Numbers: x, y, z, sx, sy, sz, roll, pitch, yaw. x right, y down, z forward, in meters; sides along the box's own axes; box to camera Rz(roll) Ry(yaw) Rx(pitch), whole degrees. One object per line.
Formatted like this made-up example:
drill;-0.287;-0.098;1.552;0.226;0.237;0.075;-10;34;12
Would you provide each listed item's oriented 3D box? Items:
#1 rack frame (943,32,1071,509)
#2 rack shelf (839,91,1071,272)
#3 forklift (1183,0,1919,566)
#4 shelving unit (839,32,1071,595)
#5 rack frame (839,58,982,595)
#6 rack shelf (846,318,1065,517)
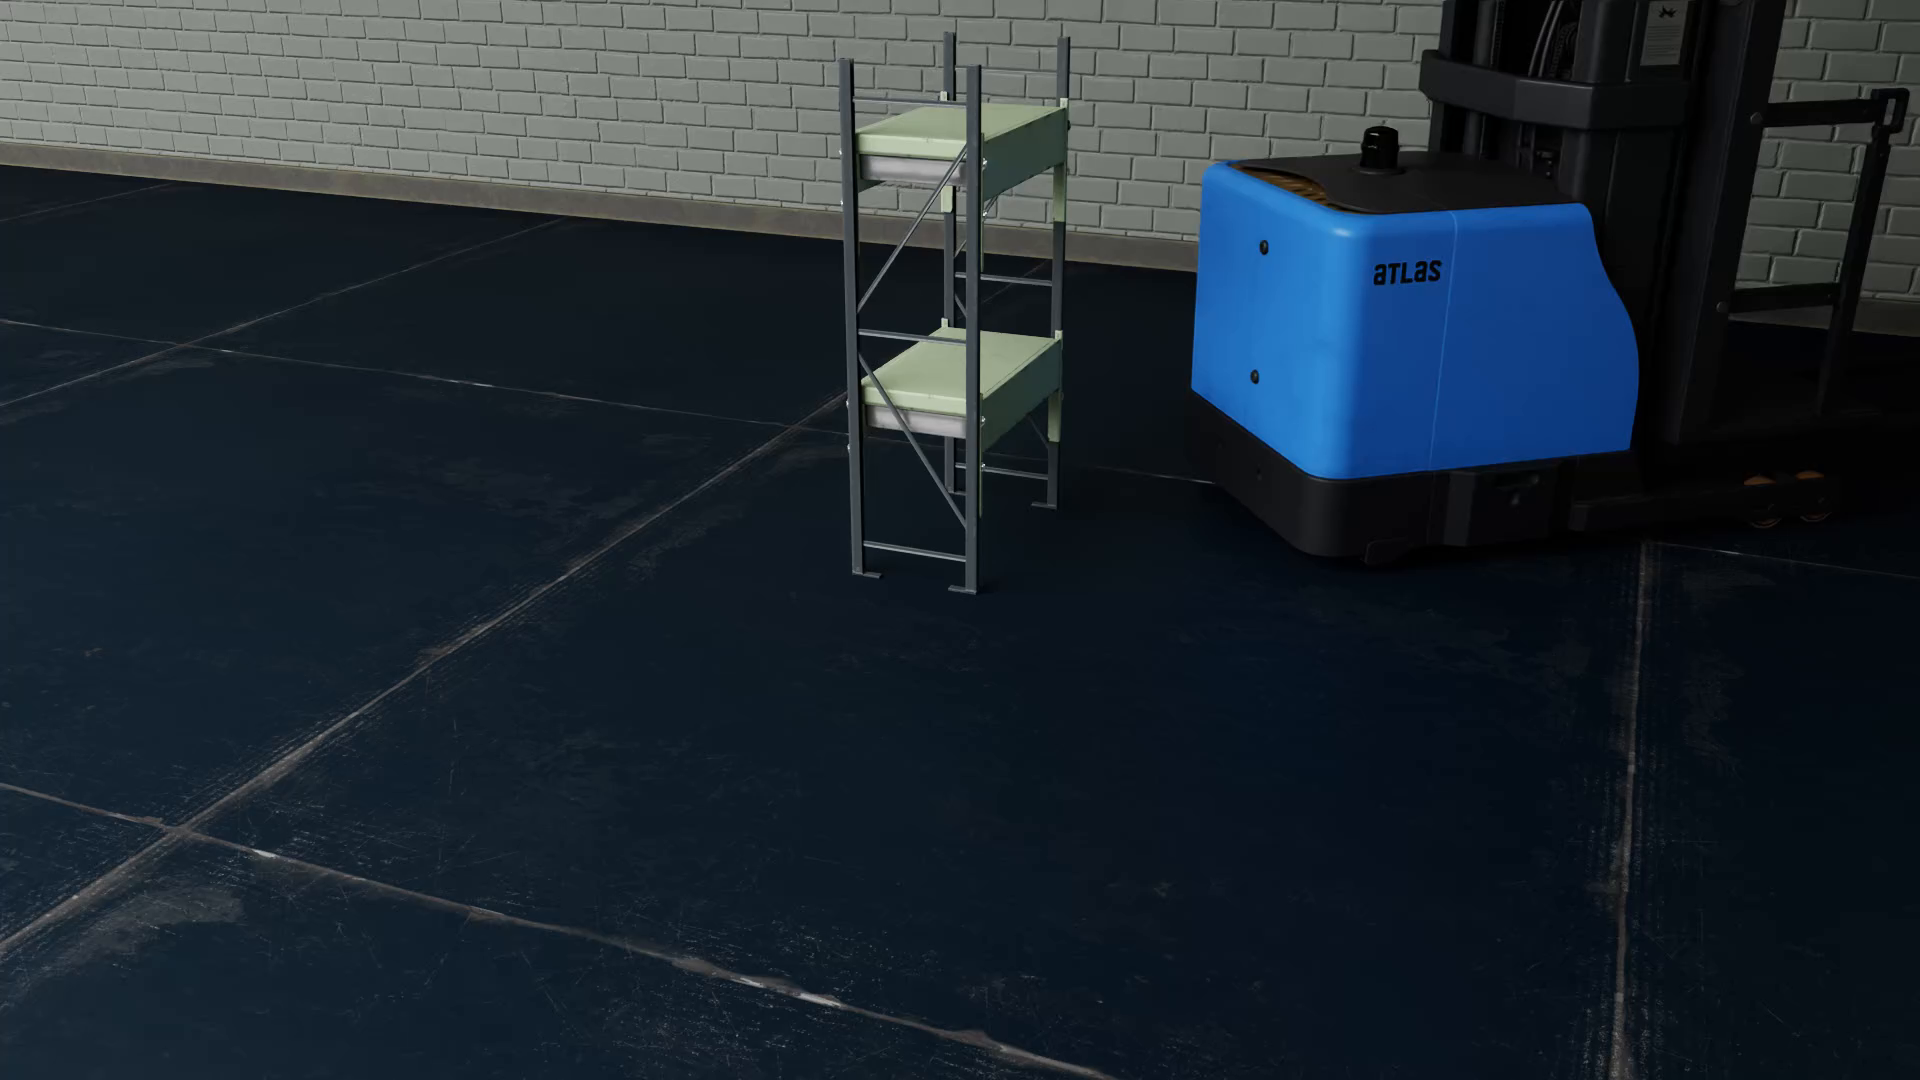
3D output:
rack frame;0.138;-0.825;5.280;0.400;1.500;0.023;9;24;20
rack shelf;0.002;-1.055;4.816;0.431;0.370;0.720;9;24;20
forklift;2.351;-1.578;5.225;3.031;2.935;1.130;-6;23;-15
shelving unit;0.002;-0.694;4.967;0.431;1.500;0.755;9;24;20
rack frame;-0.133;-0.563;4.653;0.400;1.500;0.023;9;24;20
rack shelf;0.002;-0.394;5.092;0.431;0.370;0.720;9;24;20
